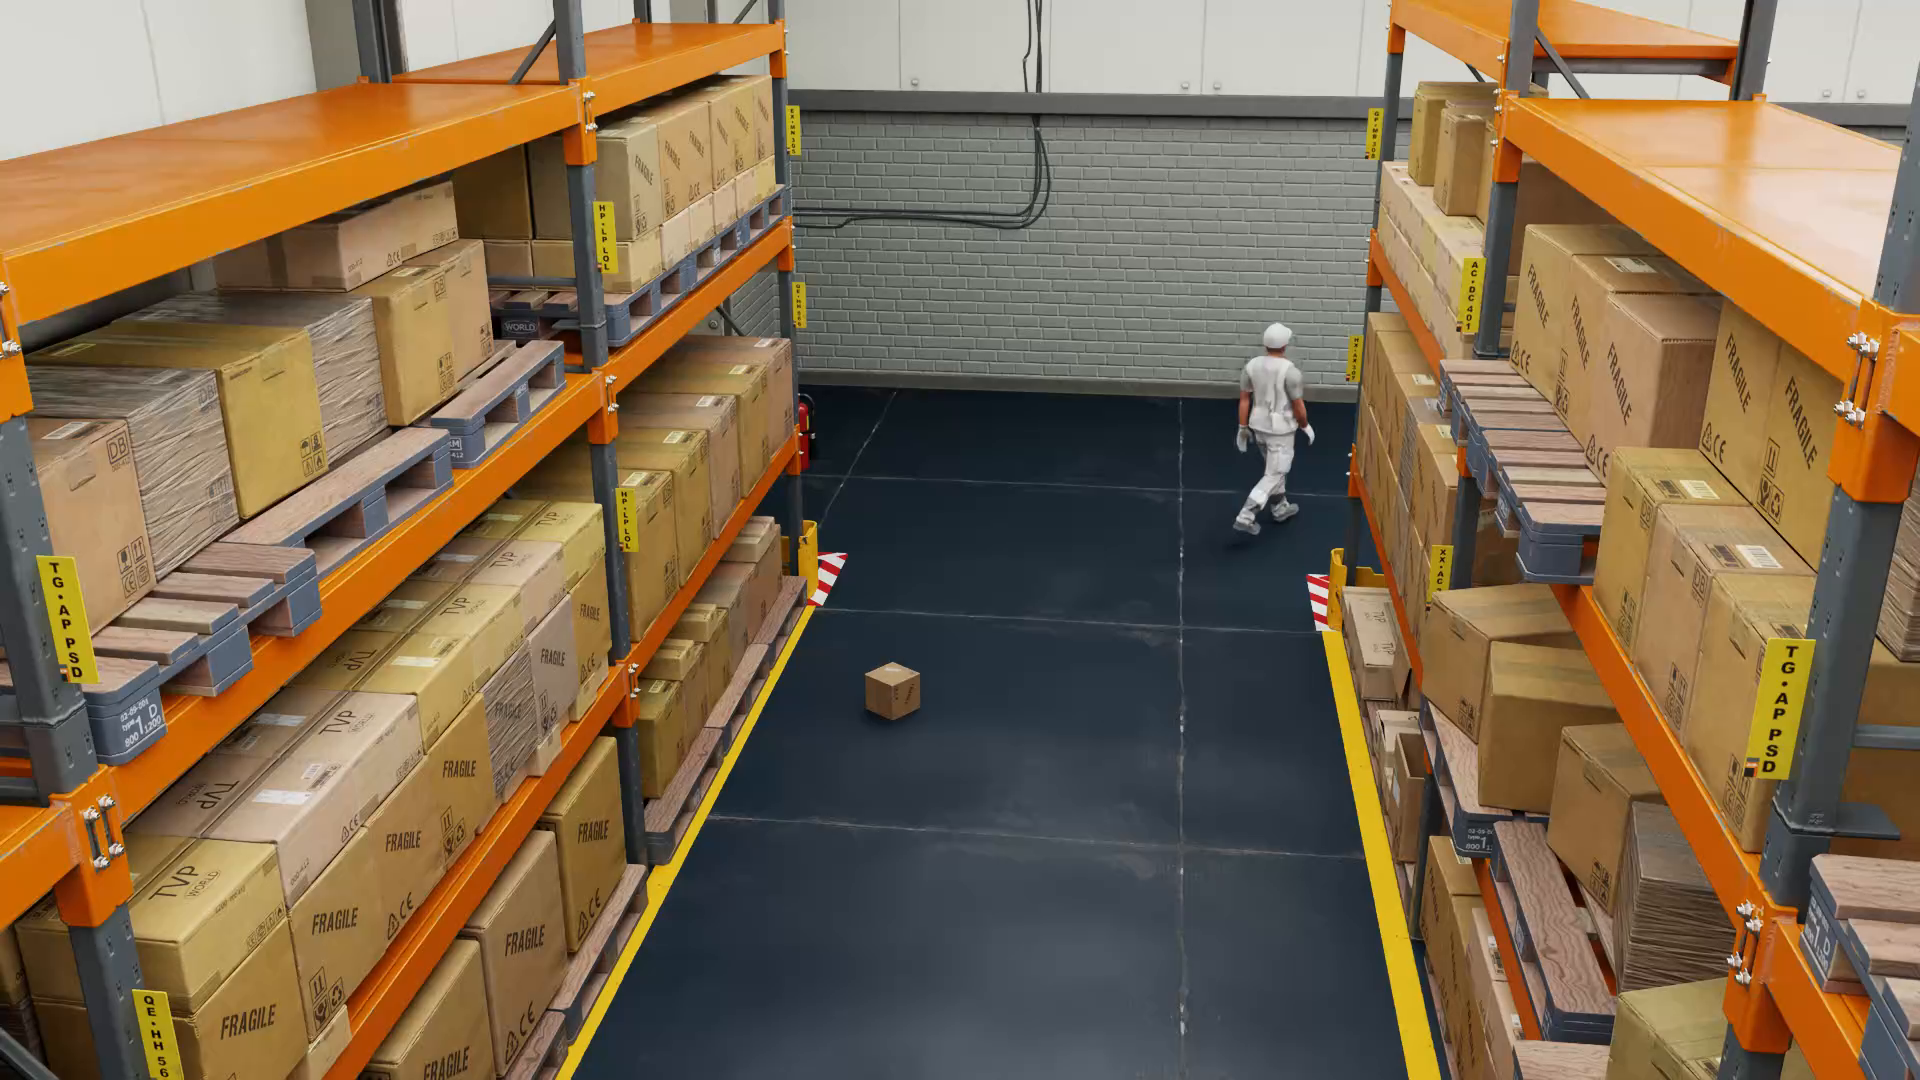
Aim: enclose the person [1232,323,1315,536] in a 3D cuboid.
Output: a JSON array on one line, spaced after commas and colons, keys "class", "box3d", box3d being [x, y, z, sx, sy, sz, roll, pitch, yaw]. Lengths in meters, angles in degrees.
[{"class": "person", "box3d": [2.531, -0.895, 13.390, 1.018, 1.749, 0.523, -18, 27, -38]}]
